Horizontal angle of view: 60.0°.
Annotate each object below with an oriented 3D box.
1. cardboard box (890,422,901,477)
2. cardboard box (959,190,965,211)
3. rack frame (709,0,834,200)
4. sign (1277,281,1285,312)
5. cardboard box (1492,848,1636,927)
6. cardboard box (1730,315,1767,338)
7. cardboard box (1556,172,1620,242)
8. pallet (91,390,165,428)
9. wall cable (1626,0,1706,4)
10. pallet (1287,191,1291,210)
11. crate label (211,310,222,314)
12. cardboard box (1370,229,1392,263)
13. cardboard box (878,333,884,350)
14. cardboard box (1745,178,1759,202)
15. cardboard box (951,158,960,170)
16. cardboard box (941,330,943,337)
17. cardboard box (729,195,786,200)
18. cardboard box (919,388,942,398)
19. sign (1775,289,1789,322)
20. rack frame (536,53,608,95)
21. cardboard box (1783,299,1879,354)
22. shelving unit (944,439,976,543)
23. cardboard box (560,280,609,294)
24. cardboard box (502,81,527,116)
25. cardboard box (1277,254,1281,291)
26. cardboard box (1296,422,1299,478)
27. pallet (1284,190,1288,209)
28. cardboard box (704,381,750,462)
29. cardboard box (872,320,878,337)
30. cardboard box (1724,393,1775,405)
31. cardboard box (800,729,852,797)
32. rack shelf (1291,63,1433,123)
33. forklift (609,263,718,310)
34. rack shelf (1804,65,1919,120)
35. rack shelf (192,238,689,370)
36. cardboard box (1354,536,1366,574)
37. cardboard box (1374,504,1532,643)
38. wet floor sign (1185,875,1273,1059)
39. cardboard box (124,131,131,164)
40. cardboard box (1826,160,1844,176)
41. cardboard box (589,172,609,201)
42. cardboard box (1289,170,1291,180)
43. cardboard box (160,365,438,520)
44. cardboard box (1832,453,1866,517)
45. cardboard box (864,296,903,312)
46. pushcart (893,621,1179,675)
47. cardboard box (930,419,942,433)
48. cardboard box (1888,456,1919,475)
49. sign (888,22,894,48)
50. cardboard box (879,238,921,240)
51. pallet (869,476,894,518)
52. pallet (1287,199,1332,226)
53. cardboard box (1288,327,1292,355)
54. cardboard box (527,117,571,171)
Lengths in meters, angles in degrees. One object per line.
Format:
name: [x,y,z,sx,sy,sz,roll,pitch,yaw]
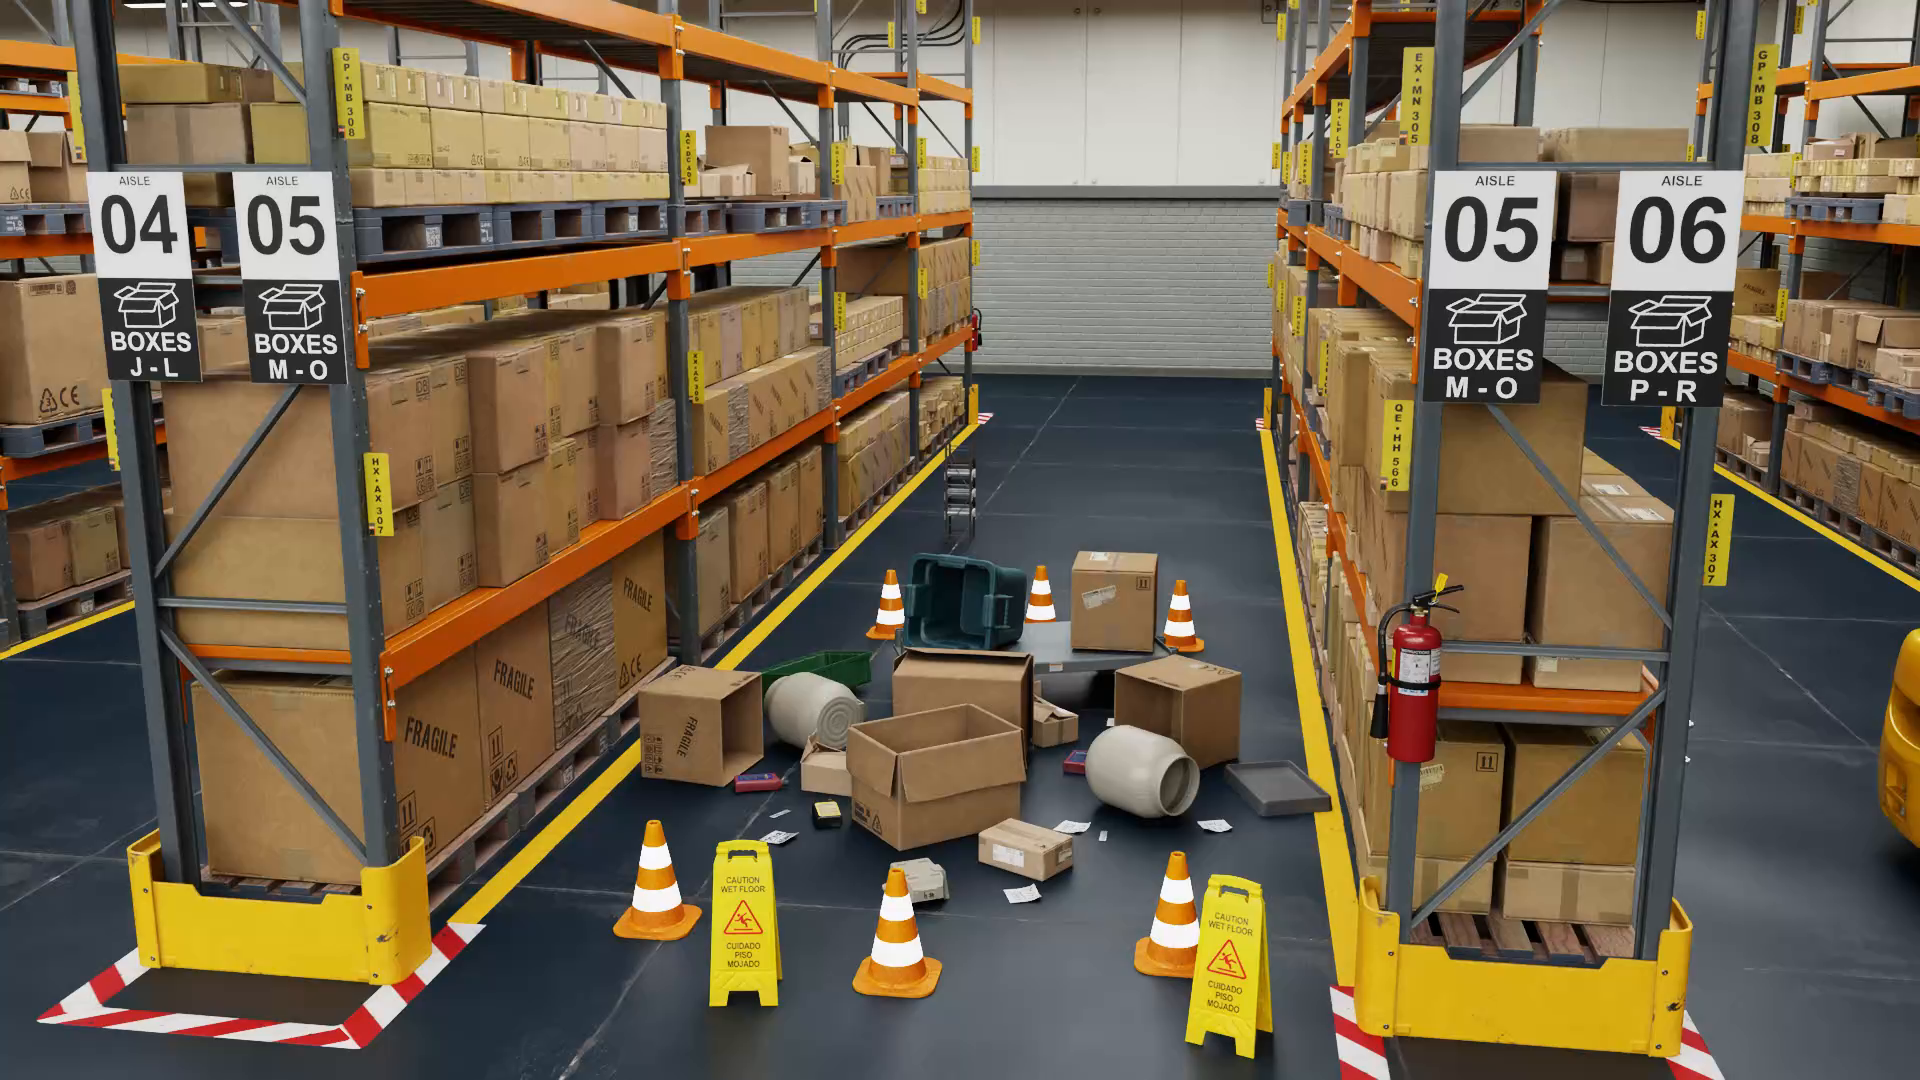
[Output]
cardboard box: [-0.900,-0.946,17.199,0.500,0.500,0.500,2,12,7]
cardboard box: [-0.220,-4.248,20.818,0.500,0.250,0.500,2,12,9]
rack frame: [-1.571,-4.332,13.732,1.000,3.000,0.127,2,12,9]
sign: [3.402,-2.572,17.564,0.100,0.325,0.005,2,12,9]
cardboard box: [2.503,1.386,6.973,0.500,0.250,0.500,2,12,8]
cardboard box: [8.926,-2.433,18.815,0.500,0.250,0.500,2,12,7]
cardboard box: [2.446,-1.229,6.104,0.500,0.250,0.500,2,12,8]
pallet: [-6.720,-1.073,13.310,1.003,0.211,1.213,2,12,9]
wall cable: [11.604,-9.550,24.744,2.988,3.039,0.133,2,12,9]
pallet: [4.087,-3.685,18.063,1.003,0.211,1.213,2,12,9]
crate label: [-10.144,-3.013,22.336,0.396,0.136,0.243,2,12,9]
cardboard box: [2.076,-1.342,7.578,0.380,0.149,0.250,2,12,8]
cardboard box: [-0.977,-2.009,16.794,0.380,0.149,0.250,1,12,6]
cardboard box: [8.843,-3.794,18.008,0.500,0.250,0.500,2,12,10]
cardboard box: [-0.208,-4.658,20.589,0.380,0.149,0.250,2,12,10]
cardboard box: [-0.421,-2.543,20.271,0.380,0.149,0.250,2,12,10]
cardboard box: [-1.734,-3.041,14.628,0.500,0.500,0.500,2,12,9]
cardboard box: [-0.420,-1.779,20.486,0.380,0.149,0.250,1,12,7]
sign: [8.319,-2.371,16.822,0.100,0.325,0.005,2,12,9]
rack frame: [-5.226,-6.179,22.303,1.000,3.000,0.127,2,12,9]
cardboard box: [8.561,-2.093,16.350,0.700,0.500,0.500,2,12,10]
shelving unit: [0.001,-0.442,14.906,0.258,0.900,0.210,2,12,9]
cardboard box: [-5.041,-3.575,22.330,0.500,0.500,0.500,2,12,9]
cardboard box: [-2.239,-2.045,7.711,0.380,0.149,0.250,2,12,8]
cardboard box: [4.067,-3.157,19.910,0.500,0.500,0.500,2,12,8]
cardboard box: [3.935,-1.127,17.150,0.875,0.875,0.875,2,12,10]
pallet: [4.277,-3.938,19.238,1.003,0.211,1.213,2,12,9]
cardboard box: [-1.762,-0.821,11.445,0.500,0.500,0.500,2,12,9]
cardboard box: [-1.021,-2.096,16.491,0.380,0.149,0.250,2,12,9]
cardboard box: [9.114,-1.447,19.525,0.700,0.500,0.500,2,12,11]
cardboard box: [-0.631,1.188,8.851,0.396,0.266,0.258,4,13,18]
rack shelf: [3.643,-4.061,15.135,1.077,0.370,4.000,2,12,9]
forklift: [-2.953,-1.770,16.250,1.130,2.935,3.031,2,12,8]
rack shelf: [8.549,-3.901,14.393,1.077,0.370,4.000,2,12,9]
rack shelf: [-2.494,-1.265,8.329,1.077,0.370,4.000,2,12,9]
cardboard box: [2.138,0.070,8.143,0.380,0.149,0.250,2,12,8]
cardboard box: [1.917,0.090,6.514,0.500,0.500,0.500,2,12,8]
wet floor sign: [1.019,1.562,6.216,0.267,0.644,0.232,7,14,28]
cardboard box: [-6.442,-3.023,13.357,0.500,0.500,0.500,2,12,10]
cardboard box: [8.312,-3.464,15.481,0.380,0.149,0.250,2,12,8]
cardboard box: [-2.082,-1.866,8.775,0.380,0.149,0.250,2,12,10]
cardboard box: [3.528,-3.605,16.805,0.396,0.266,0.258,2,12,8]
cardboard box: [-2.706,-0.411,6.860,0.875,0.550,0.550,2,12,9]
cardboard box: [8.320,-0.499,15.127,0.500,0.500,0.500,1,12,7]
cardboard box: [-0.824,-2.515,17.730,0.380,0.149,0.250,2,12,11]
pushcart: [0.460,0.792,10.425,1.648,0.377,0.936,-2,12,-11]
cardboard box: [-0.423,-1.380,20.047,0.380,0.149,0.250,2,12,7]
cardboard box: [8.162,-0.622,14.157,0.380,0.149,0.250,1,12,7]
sign: [-0.877,-6.510,21.435,0.100,0.325,0.005,2,12,9]
cardboard box: [-0.743,-3.557,21.062,0.500,0.500,0.500,2,12,10]
pallet: [-1.259,-0.452,16.588,1.003,0.211,1.213,2,12,9]
pallet: [3.382,-2.769,14.051,1.213,0.211,1.003,2,12,11]
cardboard box: [3.373,-1.862,15.682,0.500,0.250,0.500,2,12,7]
cardboard box: [-2.242,-1.933,8.141,0.500,0.250,0.500,2,12,8]
